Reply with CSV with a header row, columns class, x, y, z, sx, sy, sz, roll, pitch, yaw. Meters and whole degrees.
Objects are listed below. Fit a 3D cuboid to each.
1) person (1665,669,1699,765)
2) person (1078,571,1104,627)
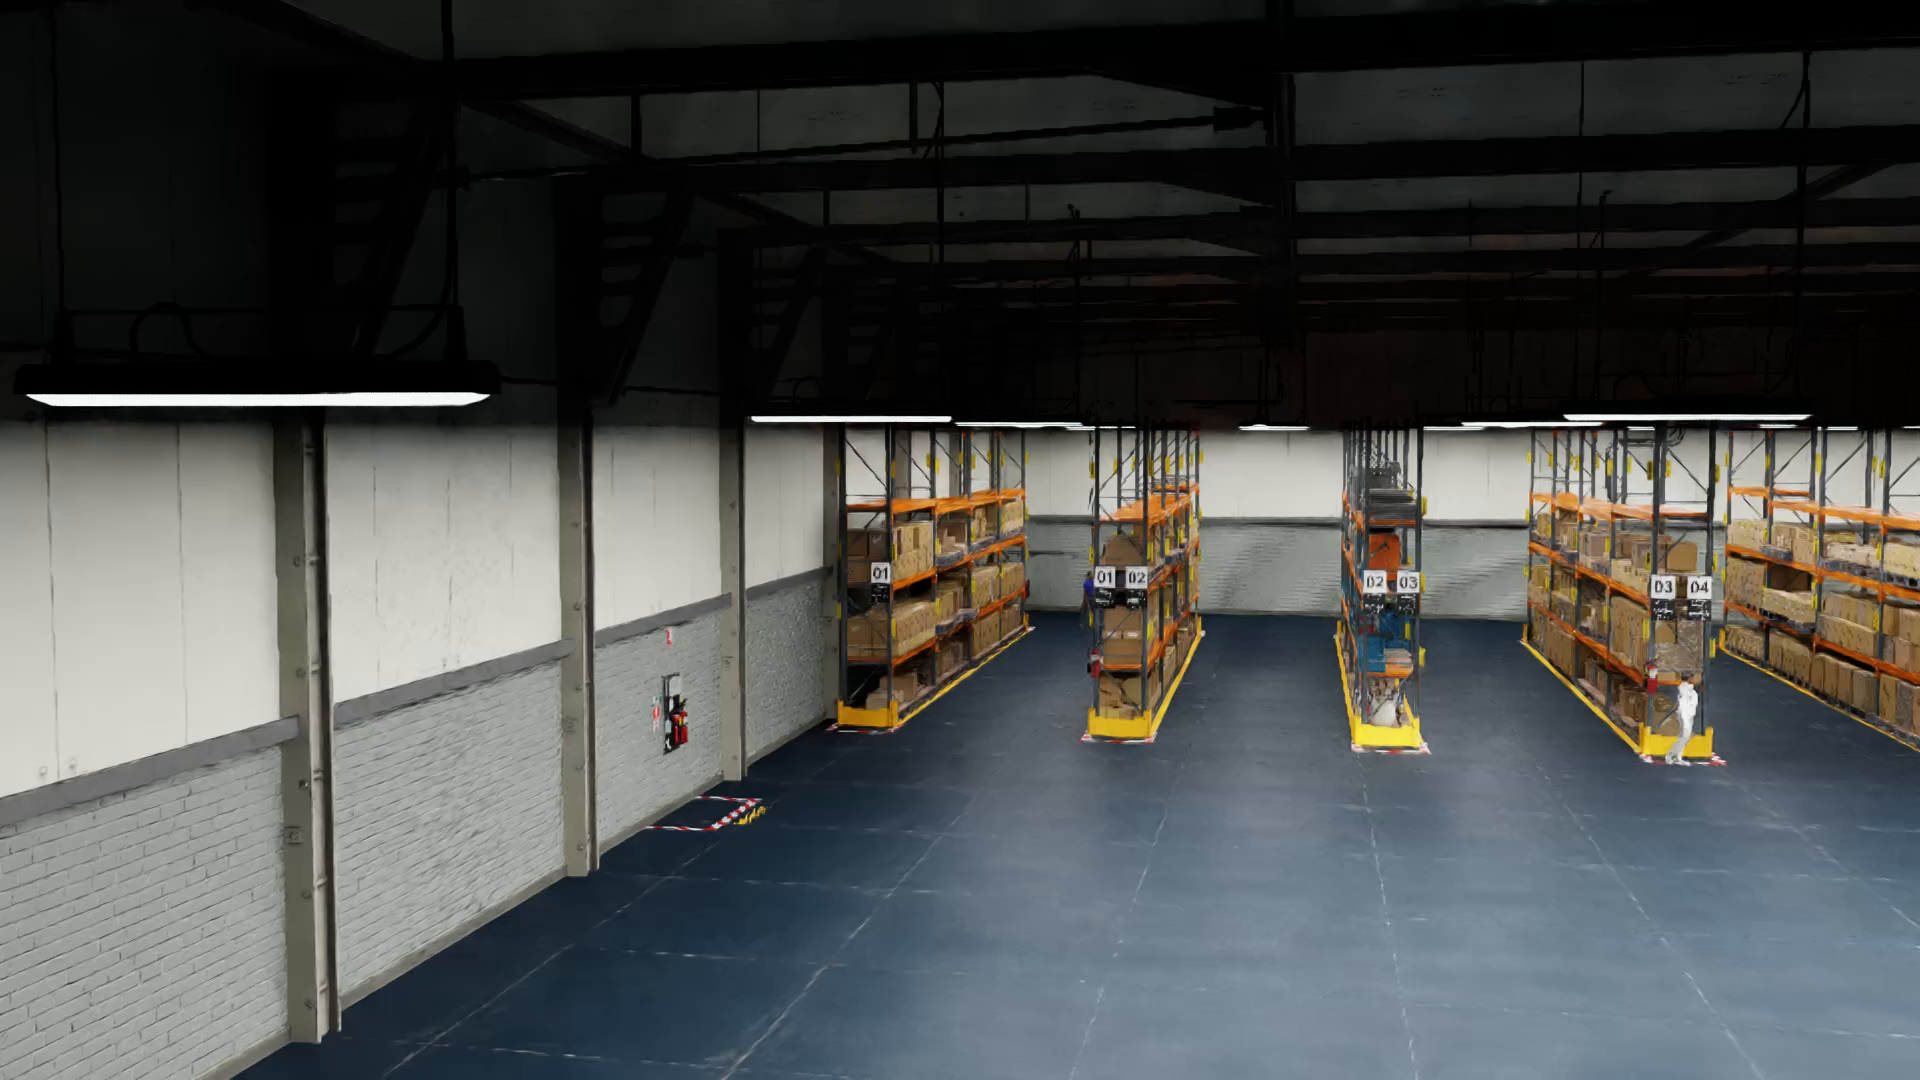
class,x,y,z,sx,sy,sz,roll,pitch,yaw
person,12.370,3.033,28.504,0.454,1.659,0.642,3,5,39
person,3.830,1.718,48.886,0.700,1.650,0.554,-3,5,-43
